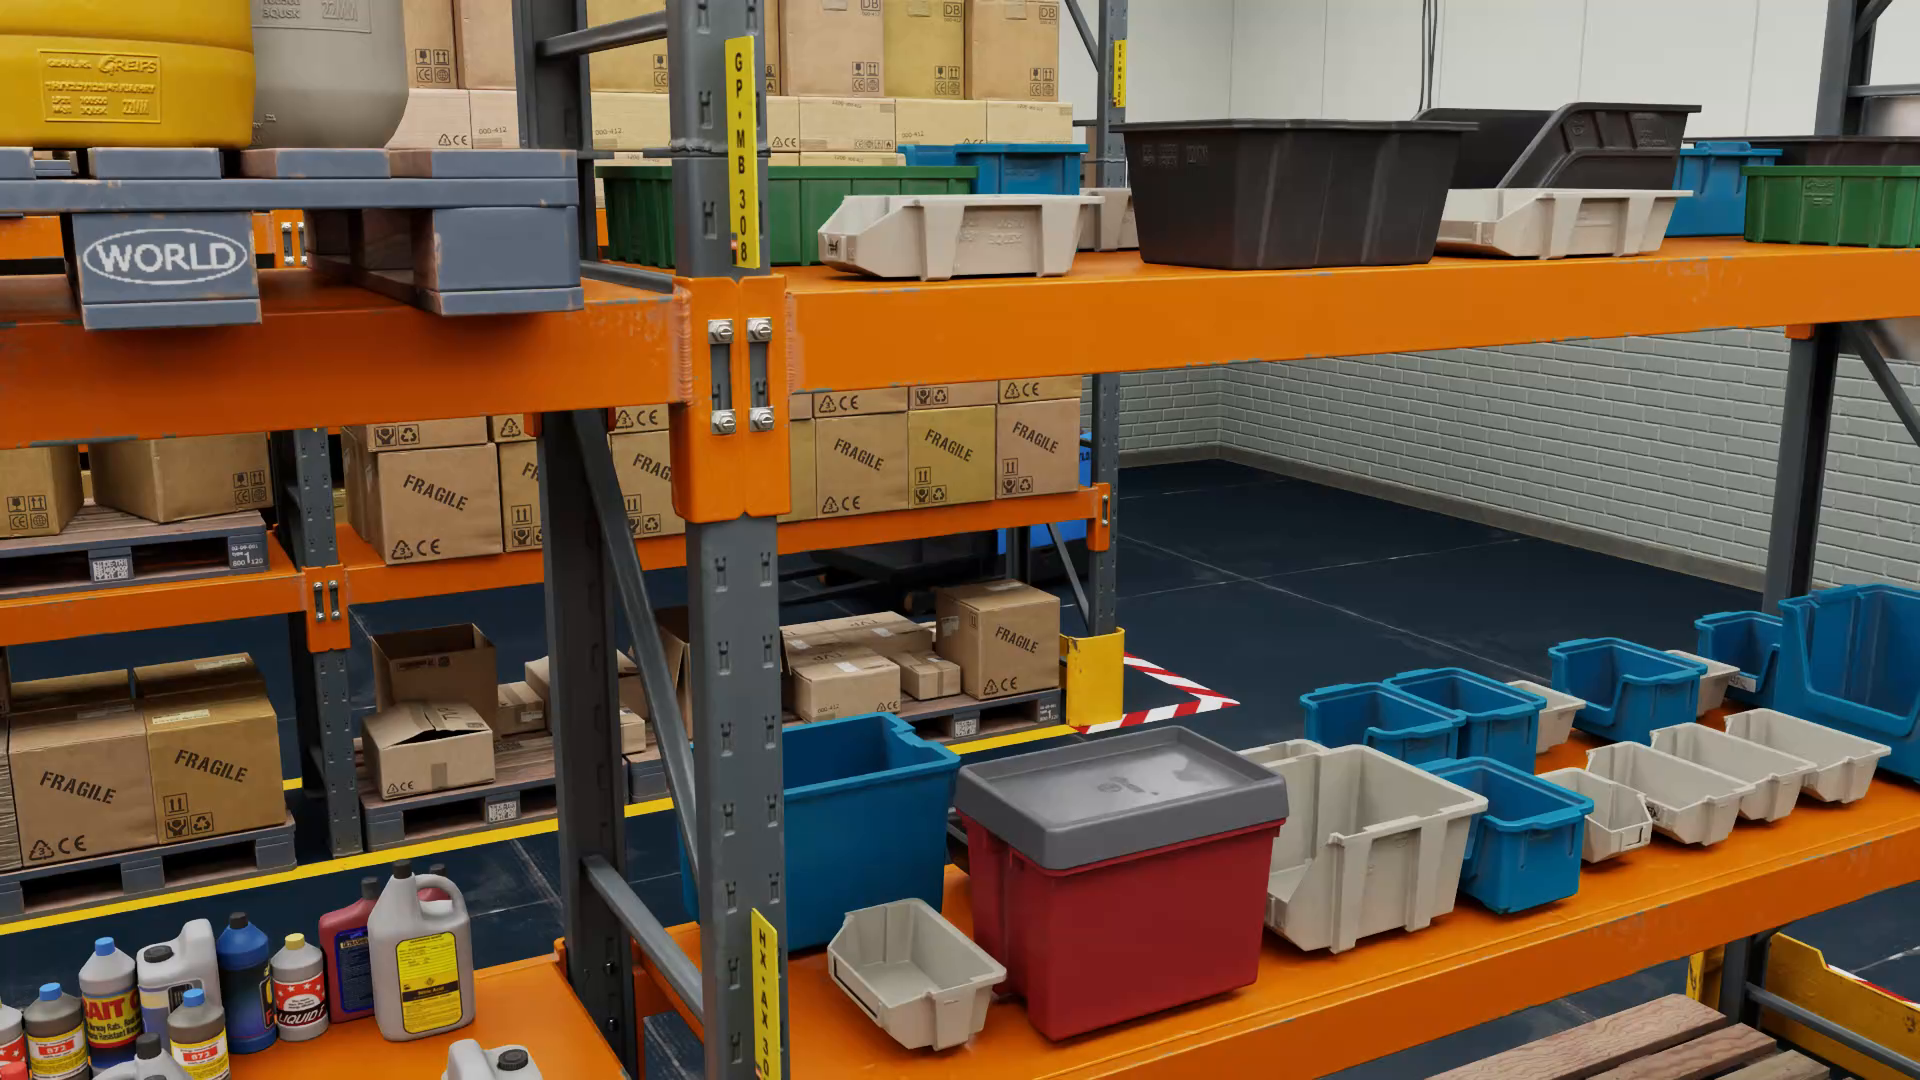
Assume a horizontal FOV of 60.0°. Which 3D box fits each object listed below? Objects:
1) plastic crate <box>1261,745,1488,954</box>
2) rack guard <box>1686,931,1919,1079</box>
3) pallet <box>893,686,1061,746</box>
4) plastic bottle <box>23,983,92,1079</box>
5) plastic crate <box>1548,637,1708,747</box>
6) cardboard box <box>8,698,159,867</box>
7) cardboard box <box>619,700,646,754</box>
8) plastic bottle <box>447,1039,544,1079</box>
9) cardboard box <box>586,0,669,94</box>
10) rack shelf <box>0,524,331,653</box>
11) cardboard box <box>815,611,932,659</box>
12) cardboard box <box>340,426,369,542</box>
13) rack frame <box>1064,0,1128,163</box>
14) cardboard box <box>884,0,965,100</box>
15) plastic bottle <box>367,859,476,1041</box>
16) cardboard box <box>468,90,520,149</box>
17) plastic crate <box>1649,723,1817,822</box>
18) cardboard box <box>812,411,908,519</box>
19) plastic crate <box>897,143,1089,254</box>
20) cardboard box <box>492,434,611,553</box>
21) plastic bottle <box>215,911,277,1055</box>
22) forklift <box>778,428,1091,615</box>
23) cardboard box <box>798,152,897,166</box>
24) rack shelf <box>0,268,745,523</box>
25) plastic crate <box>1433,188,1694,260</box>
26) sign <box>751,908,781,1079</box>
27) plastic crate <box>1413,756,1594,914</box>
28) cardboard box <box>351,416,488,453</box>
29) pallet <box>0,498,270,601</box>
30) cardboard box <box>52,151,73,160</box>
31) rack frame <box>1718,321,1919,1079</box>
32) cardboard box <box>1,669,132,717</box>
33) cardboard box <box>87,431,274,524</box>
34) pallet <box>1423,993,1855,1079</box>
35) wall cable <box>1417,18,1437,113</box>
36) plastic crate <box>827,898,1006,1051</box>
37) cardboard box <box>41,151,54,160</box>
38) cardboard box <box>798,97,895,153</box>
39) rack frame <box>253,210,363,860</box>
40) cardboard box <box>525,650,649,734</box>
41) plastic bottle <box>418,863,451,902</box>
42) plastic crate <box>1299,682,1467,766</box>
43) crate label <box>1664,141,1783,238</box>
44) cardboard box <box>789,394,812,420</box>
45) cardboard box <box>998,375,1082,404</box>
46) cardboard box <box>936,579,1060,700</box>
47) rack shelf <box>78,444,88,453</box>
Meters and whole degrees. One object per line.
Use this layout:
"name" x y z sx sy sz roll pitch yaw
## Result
"plastic crate" 0.850 0.703 3.786 0.530 0.282 0.437 -7 14 -28
"rack guard" 2.947 1.594 5.390 0.348 0.500 1.175 -7 14 -28
"pallet" -0.204 0.877 9.234 1.213 0.211 1.003 -7 14 -28
"plastic bottle" -1.689 0.928 3.107 0.097 0.201 0.097 0 13 0
"plastic crate" 1.980 0.463 4.963 0.300 0.233 0.416 -7 14 -28
"cardboard box" -3.683 1.007 6.993 0.500 0.500 0.500 -7 14 -28
"cardboard box" -1.722 0.917 8.153 0.250 0.166 0.380 -7 14 -28
"plastic bottle" -0.770 0.964 2.776 0.135 0.276 0.152 -7 14 -28
"cardboard box" -1.598 -2.293 7.628 0.500 0.500 0.700 -7 14 -28
"rack shelf" -4.704 0.406 6.611 4.000 0.370 1.077 -7 14 -28
"cardboard box" -0.490 0.606 9.345 0.500 0.250 0.500 -7 14 -28
"cardboard box" -2.633 -0.306 7.909 0.500 0.500 0.500 -7 14 -27
"rack frame" 0.562 -3.503 8.678 0.127 3.000 1.000 -7 14 -28
"cardboard box" -0.360 -2.482 8.471 0.500 0.500 0.700 -7 14 -28
"plastic bottle" -1.078 0.803 3.323 0.185 0.351 0.144 -7 14 -28
"cardboard box" -1.965 -1.845 7.349 0.500 0.250 0.500 -7 14 -28
"plastic crate" 2.042 0.627 4.456 0.243 0.136 0.396 -7 14 -28
"cardboard box" -0.595 -0.418 8.409 0.500 0.500 0.500 -7 14 -27
"plastic crate" 0.067 -0.739 3.611 0.300 0.233 0.416 -7 14 -28
"cardboard box" -1.923 -0.259 7.703 0.500 0.500 0.500 -7 14 -27
"plastic bottle" -1.400 0.859 3.254 0.097 0.271 0.097 0 13 0
"forklift" -0.406 -1.045 11.578 3.031 2.935 1.130 -11 16 -39
"cardboard box" -0.639 -1.756 8.088 0.500 0.250 0.500 -7 14 -28
"rack shelf" -2.334 -0.102 2.038 4.000 0.370 1.077 -7 14 -28
"plastic crate" 1.237 -0.690 3.614 0.530 0.136 0.437 -7 14 -28
"sign" -0.317 0.771 2.721 0.005 0.325 0.100 -7 14 -28
"plastic crate" 1.253 0.697 3.925 0.300 0.233 0.416 -7 14 -28
"cardboard box" -2.400 -0.687 7.325 0.500 0.500 0.500 -6 14 -26
"pallet" -3.703 0.002 7.207 1.213 0.211 1.003 -7 14 -28
"cardboard box" -3.426 -1.882 6.897 0.600 0.600 0.600 -8 15 -33
"rack frame" 2.932 0.379 5.093 0.127 3.000 1.000 -7 14 -28
"cardboard box" -3.953 0.912 7.416 0.500 0.500 0.500 -7 14 -27
"cardboard box" -3.472 -0.402 7.380 0.700 0.500 0.500 11 17 41
"pallet" 2.190 1.819 5.047 1.213 0.211 1.003 -7 14 -28
"wall cable" 3.321 -3.468 15.597 0.112 2.526 3.097 -7 14 -28
"plastic crate" -0.102 0.878 3.341 0.243 0.136 0.396 -7 14 -28
"cardboard box" -6.151 -2.765 11.001 0.500 0.500 0.700 -8 15 -31
"cardboard box" -0.646 -2.002 8.046 0.500 0.250 0.500 -7 14 -28
"rack frame" -2.949 -0.155 7.467 0.127 3.000 1.000 -7 14 -28
"cardboard box" -1.926 0.749 8.573 0.500 0.311 0.500 -7 14 -28
"plastic bottle" -1.105 0.813 3.430 0.133 0.283 0.061 -7 14 -28
"plastic crate" 1.139 0.564 4.515 0.300 0.233 0.416 -7 14 -28
"crate label" 1.968 -0.977 4.625 0.502 0.251 0.408 -7 14 -28
"cardboard box" -1.043 -0.850 8.049 0.500 0.500 0.500 -6 14 -26
"cardboard box" 0.303 -1.013 8.772 0.500 0.500 0.500 -7 14 -28
"cardboard box" 0.203 0.534 9.097 0.500 0.500 0.500 -7 14 -28
"rack shelf" -7.081 -0.548 10.851 4.000 0.370 1.077 -7 14 -28
